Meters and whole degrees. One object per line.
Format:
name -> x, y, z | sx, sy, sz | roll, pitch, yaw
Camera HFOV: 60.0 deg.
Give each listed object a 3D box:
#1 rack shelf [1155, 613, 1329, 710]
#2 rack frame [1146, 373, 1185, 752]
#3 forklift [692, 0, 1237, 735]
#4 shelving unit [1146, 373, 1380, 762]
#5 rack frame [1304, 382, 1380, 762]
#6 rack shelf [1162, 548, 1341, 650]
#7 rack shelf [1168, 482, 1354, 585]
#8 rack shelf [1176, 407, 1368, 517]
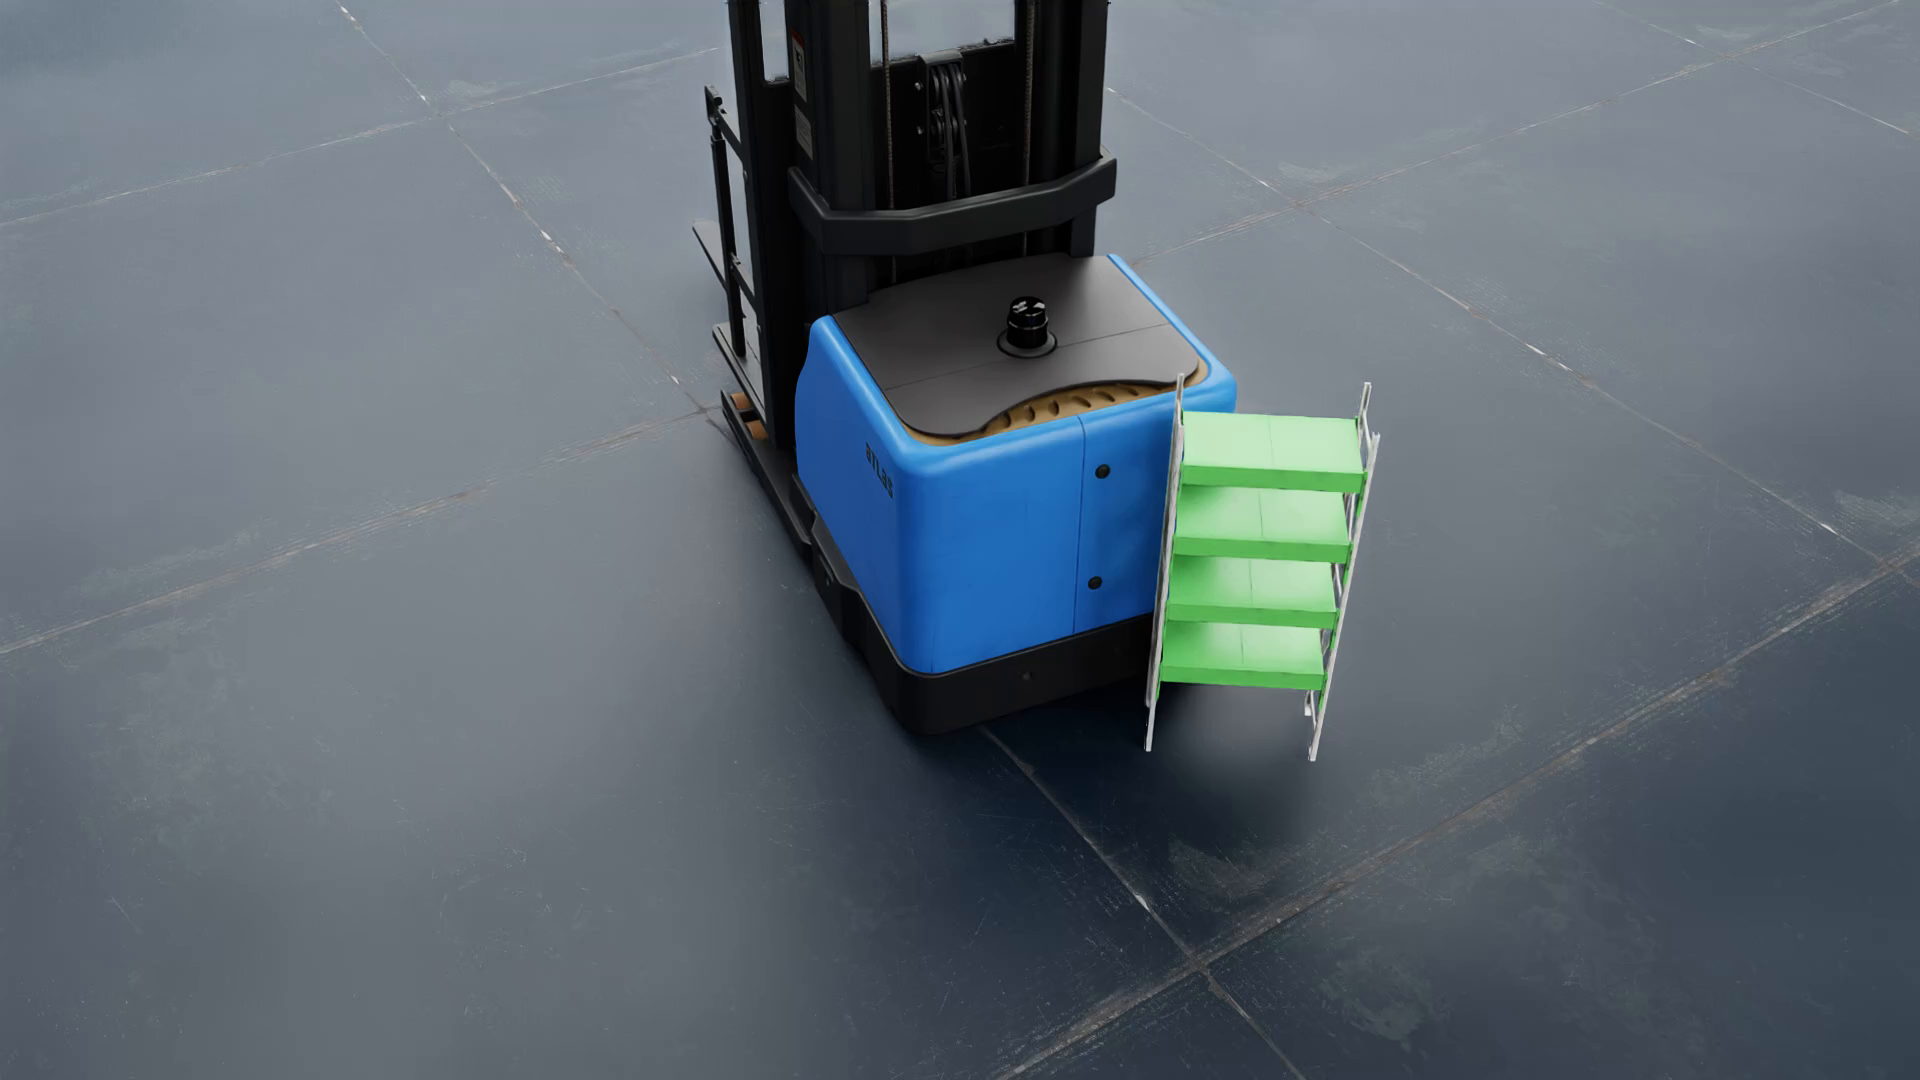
rack shelf -> 0.818, 0.343, 4.875 | 0.480, 0.148, 0.258 | 3, 40, 4
rack frame -> 0.575, 0.097, 4.697 | 0.015, 1.200, 0.240 | 3, 40, 4
forklift -> -0.238, -1.495, 5.254 | 1.130, 2.935, 3.031 | -15, 42, -17
shelving unit -> 0.818, 0.110, 4.681 | 0.503, 1.200, 0.258 | 3, 40, 4
rack frame -> 1.061, 0.123, 4.665 | 0.015, 1.200, 0.240 | 3, 40, 4
rack shelf -> 0.818, 0.159, 4.722 | 0.480, 0.148, 0.258 | 3, 40, 4
rack shelf -> 0.818, -0.025, 4.568 | 0.480, 0.148, 0.258 | 3, 40, 4
rack shelf -> 0.818, -0.210, 4.414 | 0.480, 0.148, 0.258 | 3, 40, 4
